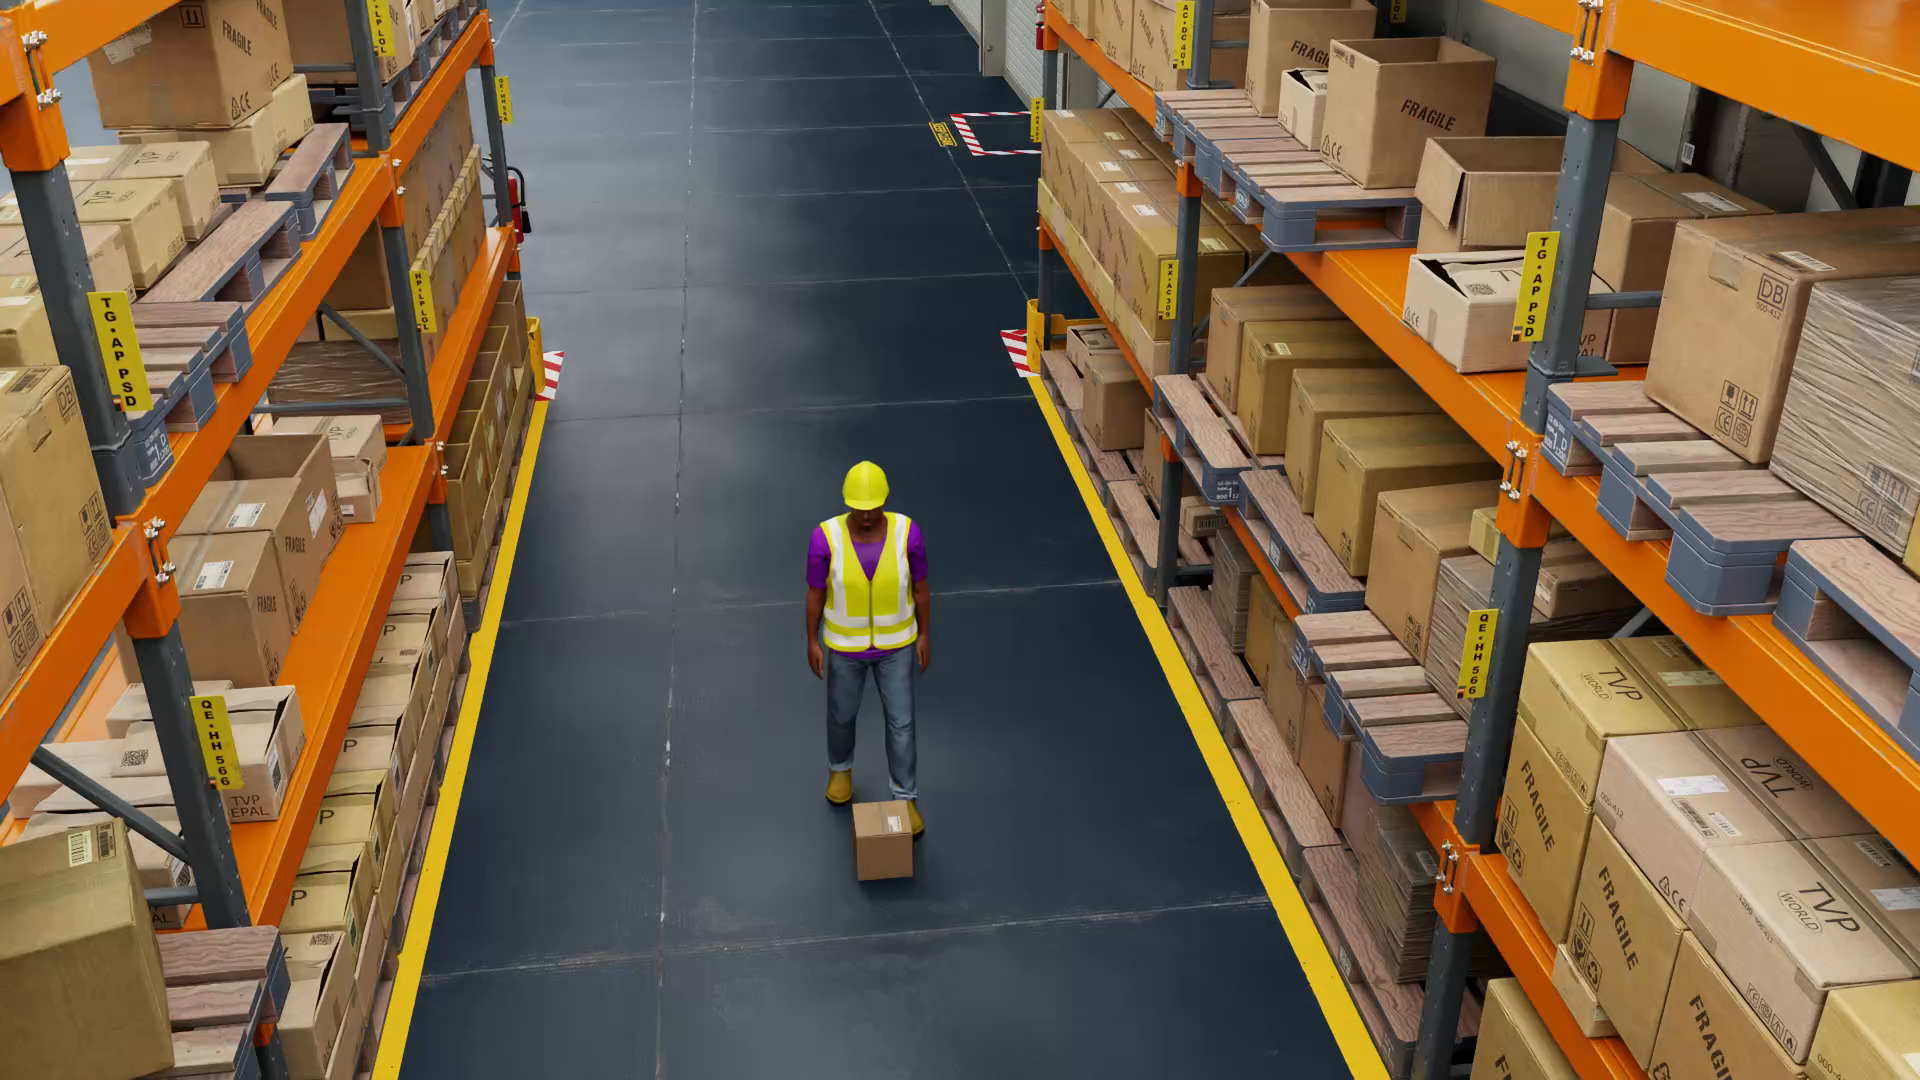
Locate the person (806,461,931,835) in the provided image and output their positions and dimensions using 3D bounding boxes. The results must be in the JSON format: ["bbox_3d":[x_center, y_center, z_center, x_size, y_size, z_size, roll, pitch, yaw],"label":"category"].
[{"bbox_3d":[-0.409,0.489,7.626,0.576,1.768,0.620,-3,27,-7],"label":"person"}]
